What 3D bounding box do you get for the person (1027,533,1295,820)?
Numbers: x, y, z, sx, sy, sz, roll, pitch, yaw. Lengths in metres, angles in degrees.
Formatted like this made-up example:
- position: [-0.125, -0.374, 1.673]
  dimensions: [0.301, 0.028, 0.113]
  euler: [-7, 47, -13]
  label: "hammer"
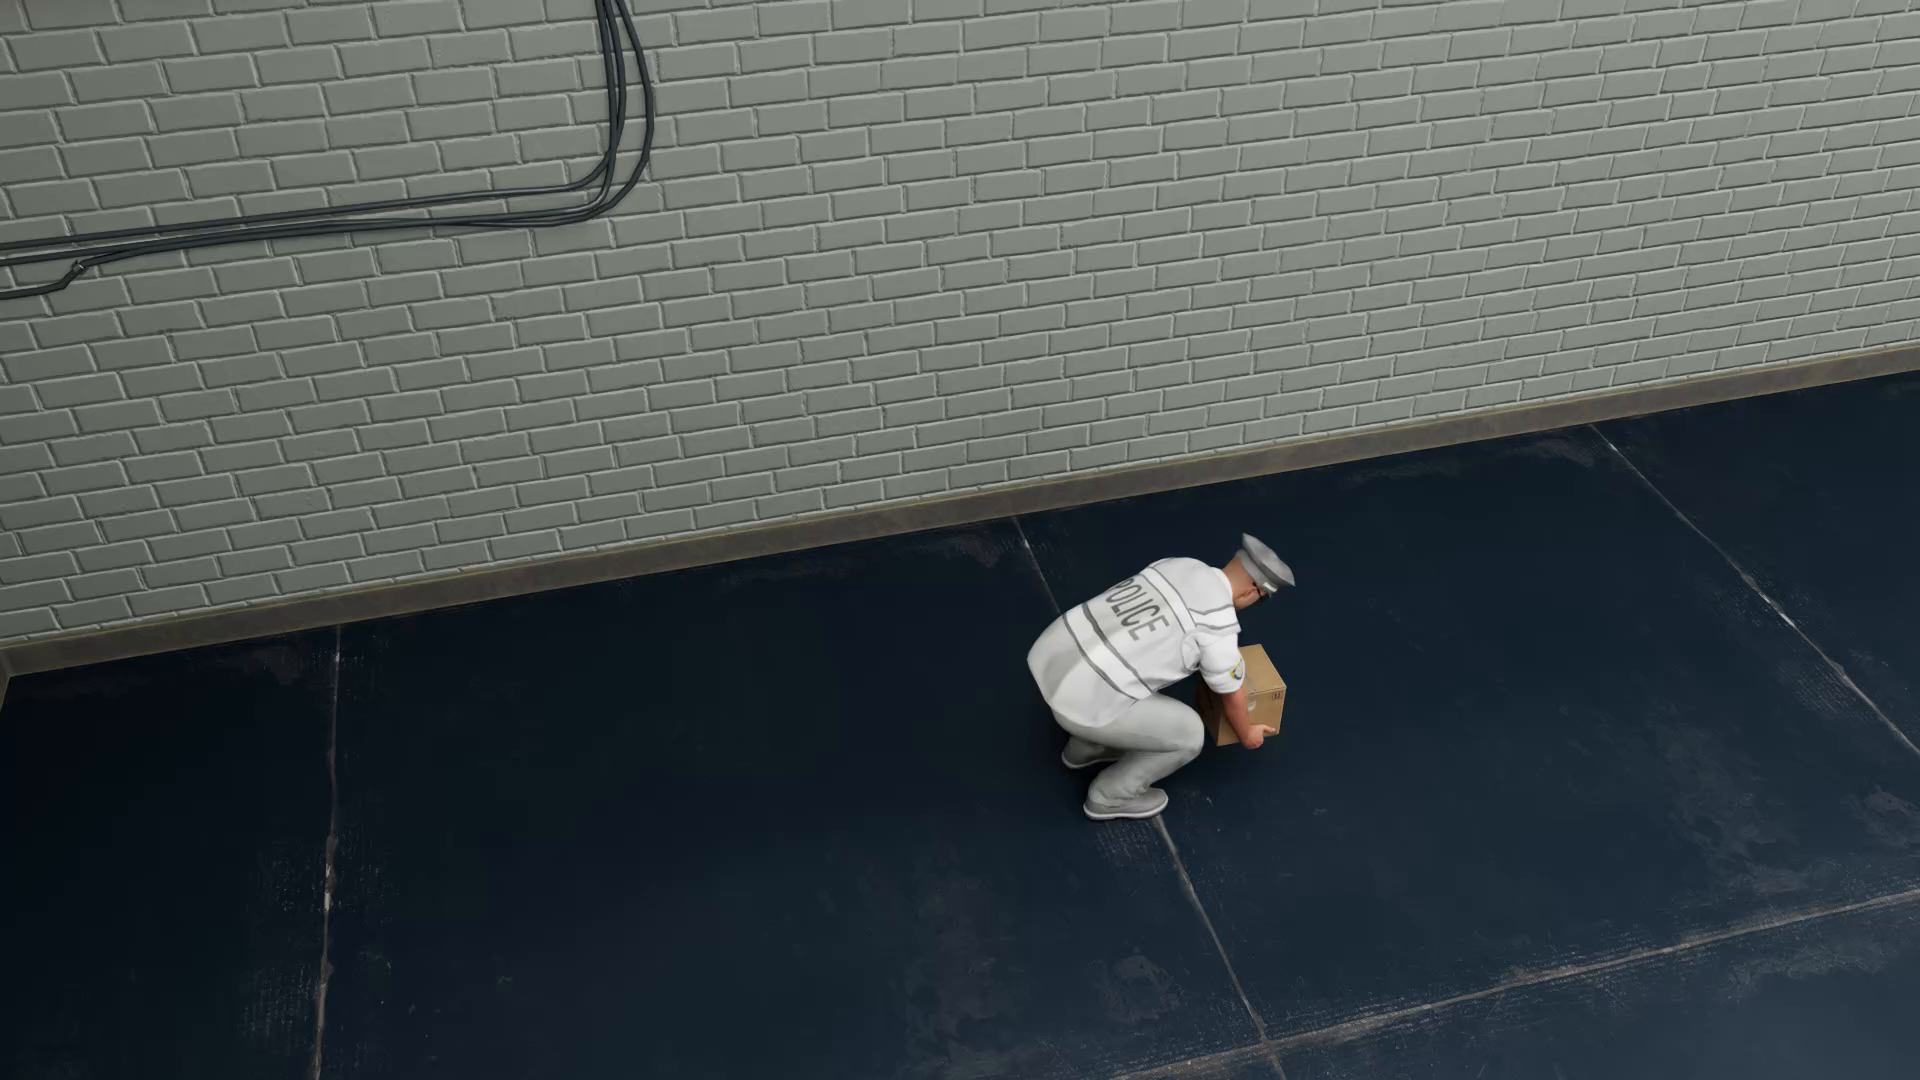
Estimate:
- position: [0.738, 0.498, 6.107]
  dimensions: [0.987, 1.023, 0.535]
  euler: [-11, 39, -13]
  label: "person"
